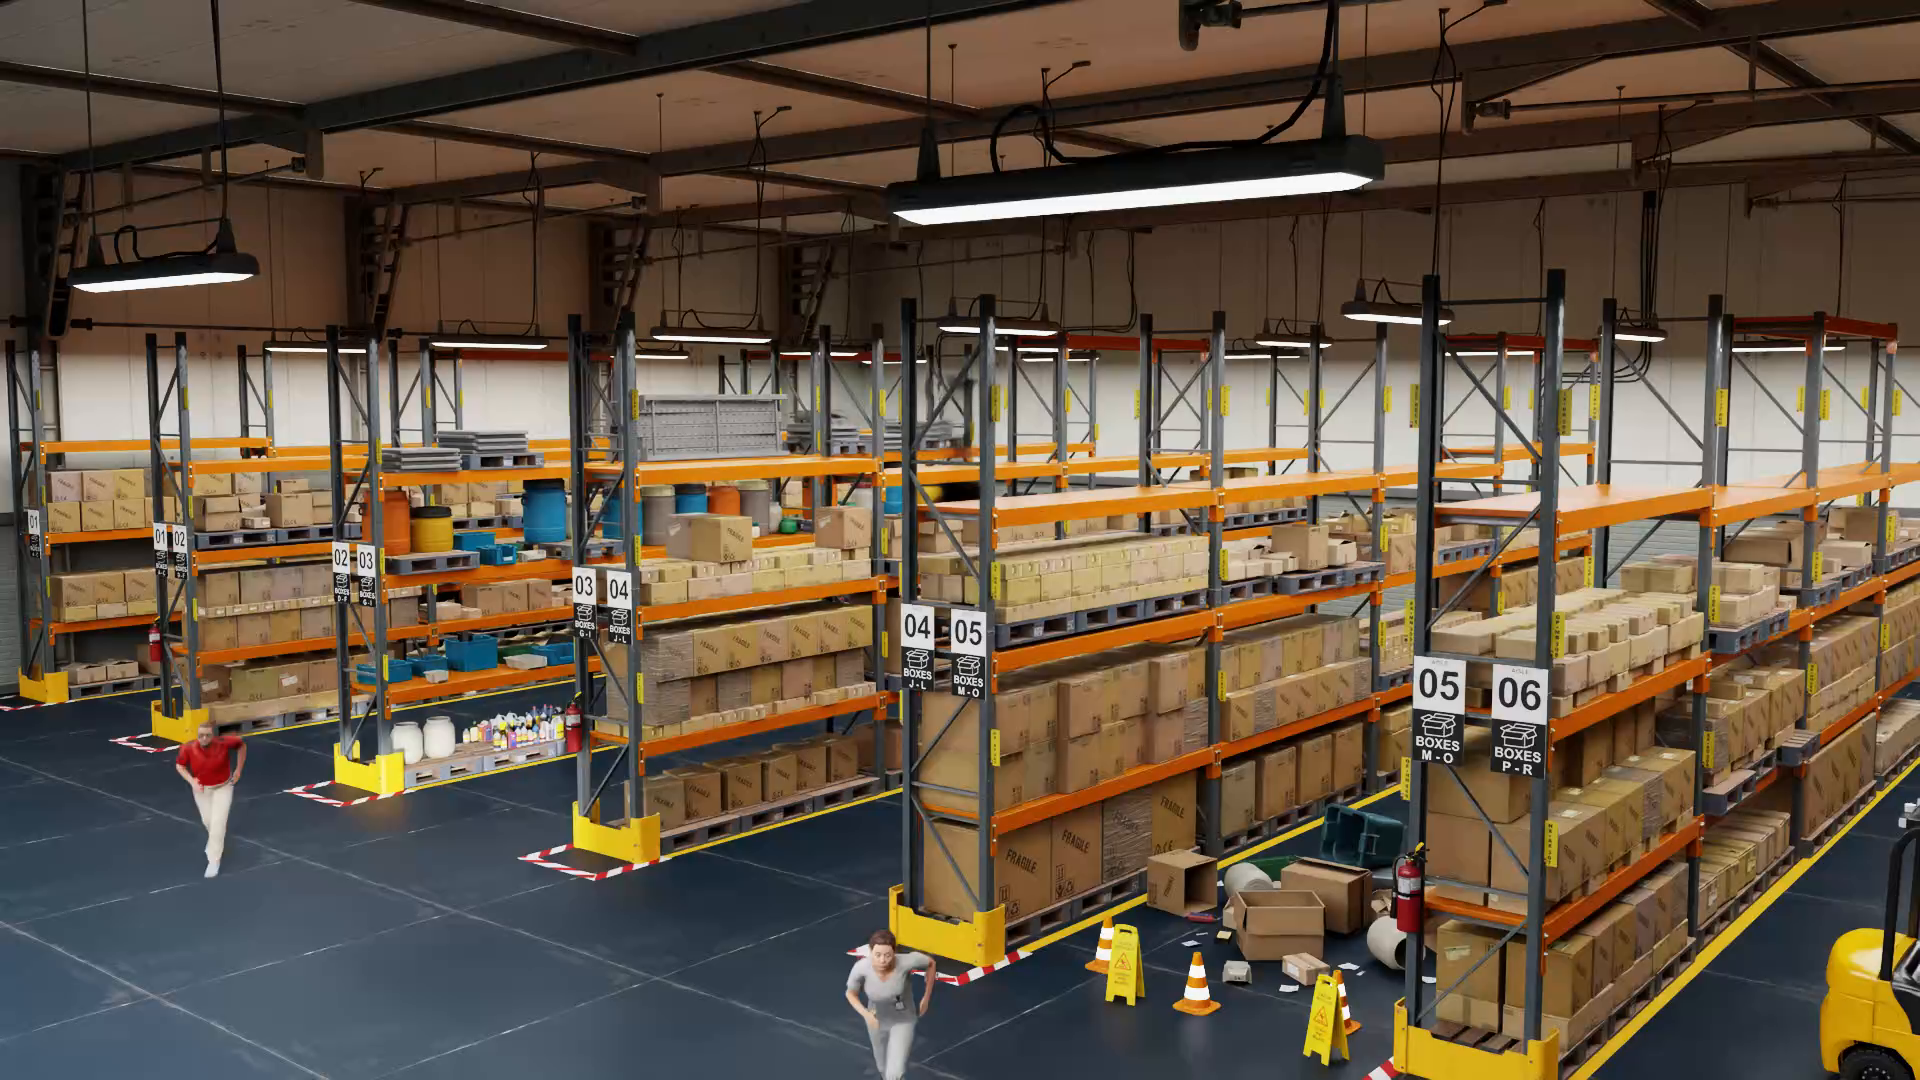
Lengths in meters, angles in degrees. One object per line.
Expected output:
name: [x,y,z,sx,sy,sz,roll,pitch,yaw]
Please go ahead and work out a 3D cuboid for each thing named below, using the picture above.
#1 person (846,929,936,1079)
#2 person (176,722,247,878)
person: [-0.464,3.370,11.475,0.606,1.626,0.955,0,5,3]
person: [-8.119,2.747,18.091,0.703,1.696,1.018,-2,5,-20]
